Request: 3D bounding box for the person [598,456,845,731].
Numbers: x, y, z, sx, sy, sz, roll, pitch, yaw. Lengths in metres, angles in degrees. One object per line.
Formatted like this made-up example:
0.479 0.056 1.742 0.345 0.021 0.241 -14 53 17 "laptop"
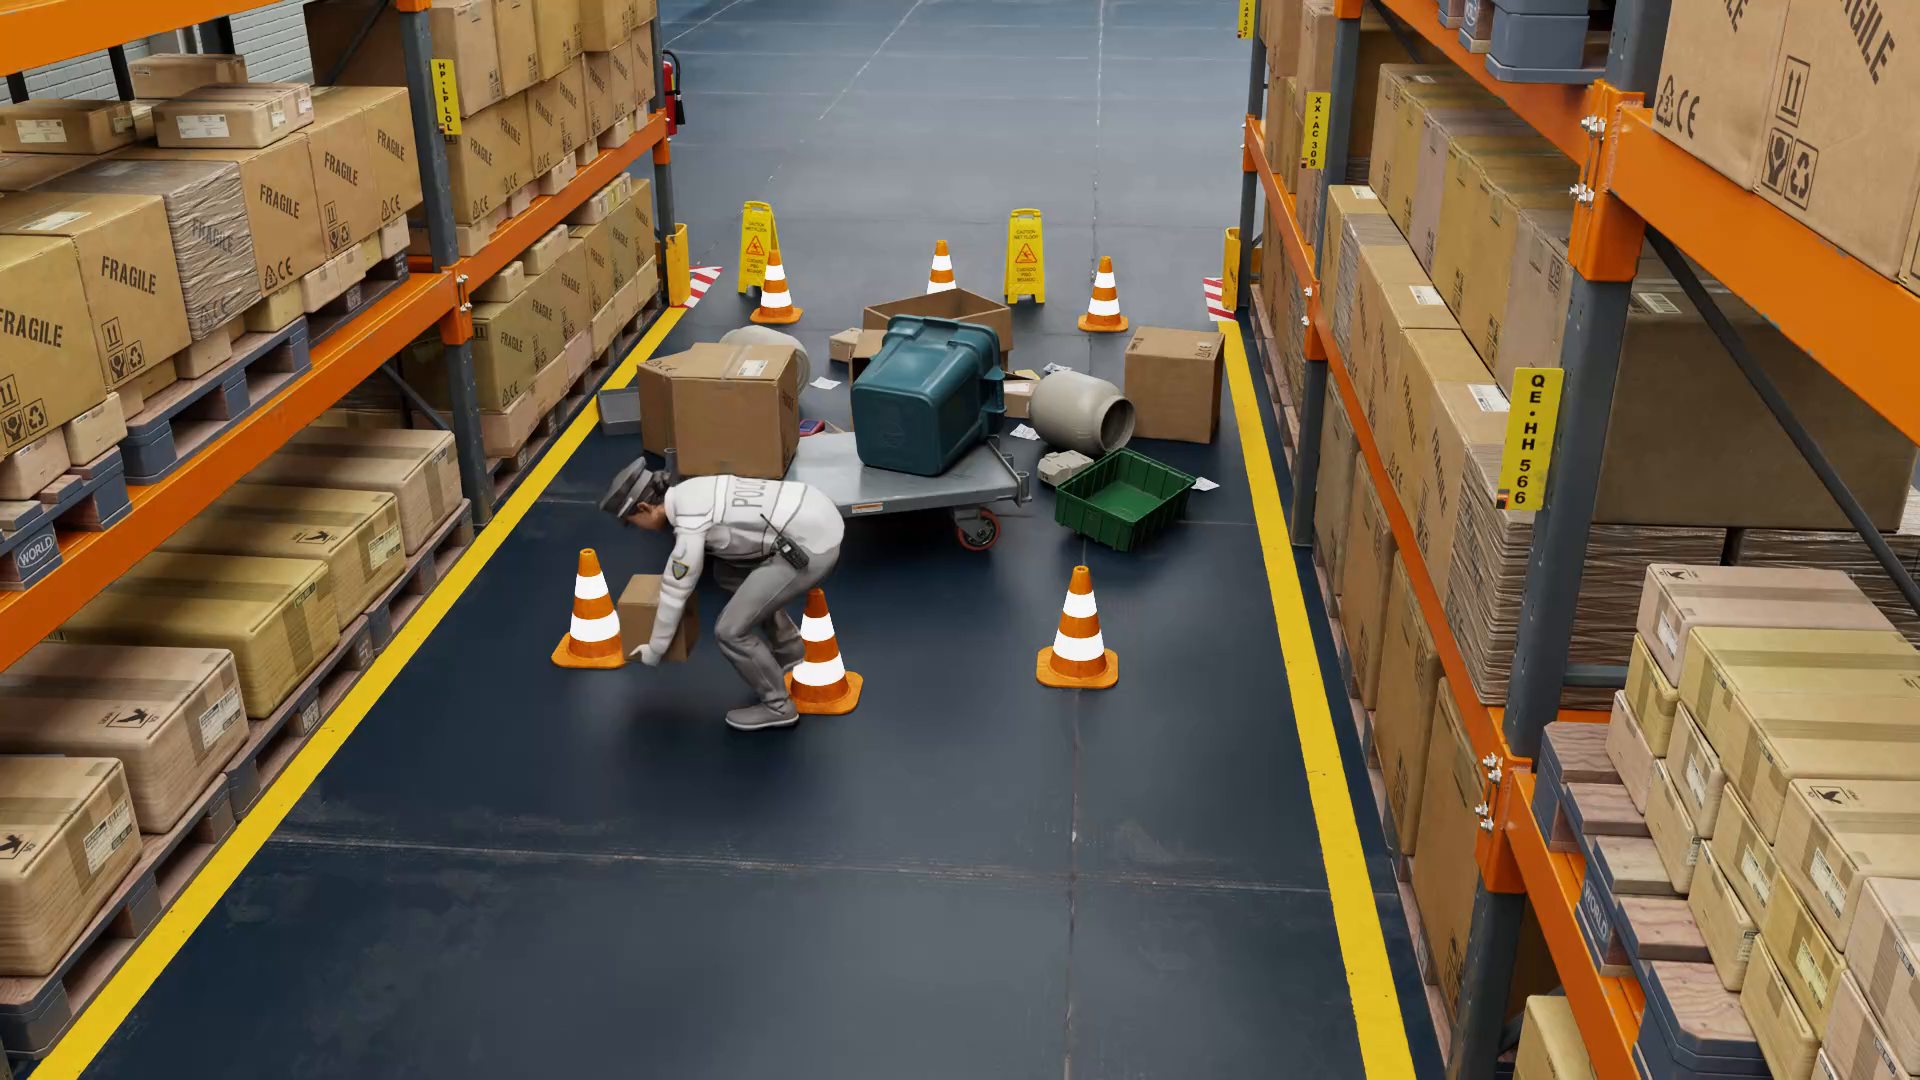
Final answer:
-0.896 0.186 6.404 0.919 1.076 0.460 1 25 1 "person"
